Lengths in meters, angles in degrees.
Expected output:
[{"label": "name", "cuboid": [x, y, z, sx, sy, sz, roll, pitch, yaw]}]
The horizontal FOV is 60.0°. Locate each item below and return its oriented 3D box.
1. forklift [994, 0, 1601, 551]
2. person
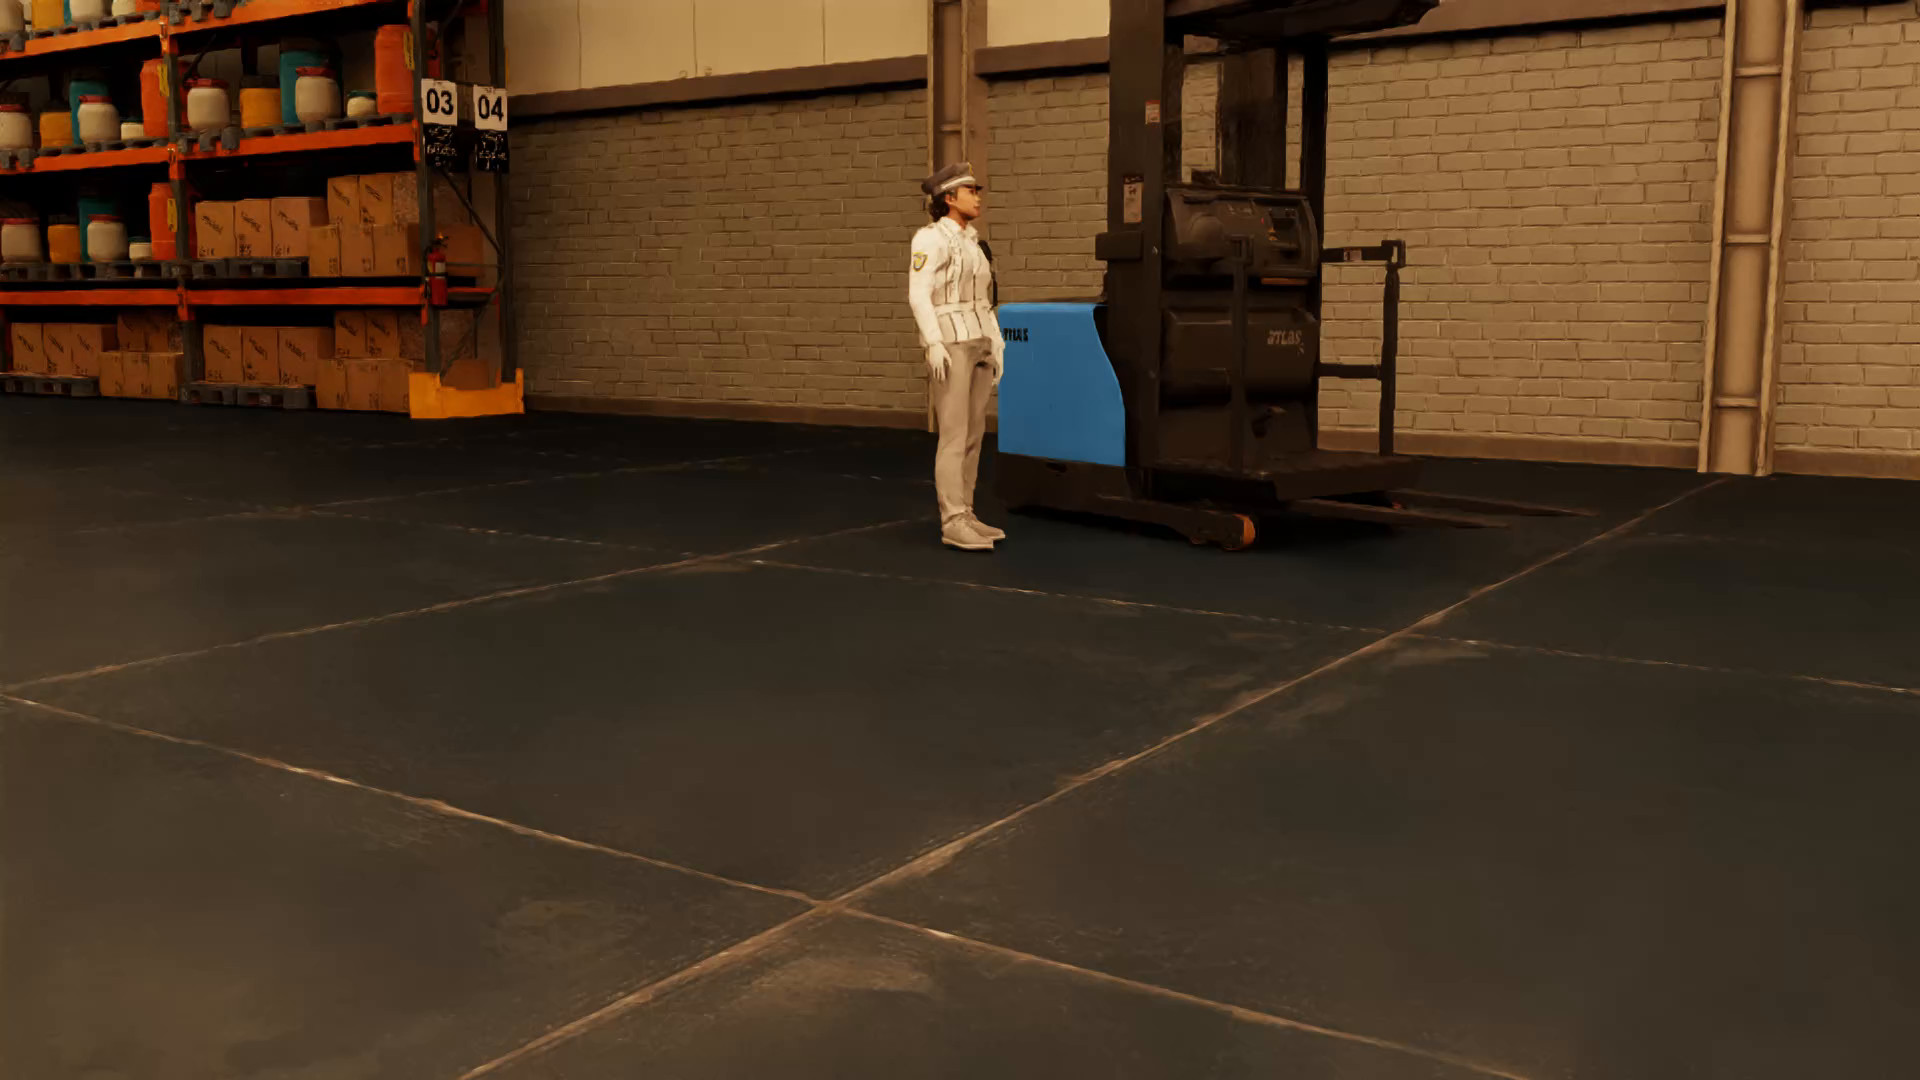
[{"label": "forklift", "cuboid": [1.449, -1.480, 7.599, 1.130, 2.935, 3.031, -6, 10, -36]}, {"label": "person", "cuboid": [0.052, -0.840, 7.440, 0.532, 1.695, 0.586, 5, 10, 34]}]
